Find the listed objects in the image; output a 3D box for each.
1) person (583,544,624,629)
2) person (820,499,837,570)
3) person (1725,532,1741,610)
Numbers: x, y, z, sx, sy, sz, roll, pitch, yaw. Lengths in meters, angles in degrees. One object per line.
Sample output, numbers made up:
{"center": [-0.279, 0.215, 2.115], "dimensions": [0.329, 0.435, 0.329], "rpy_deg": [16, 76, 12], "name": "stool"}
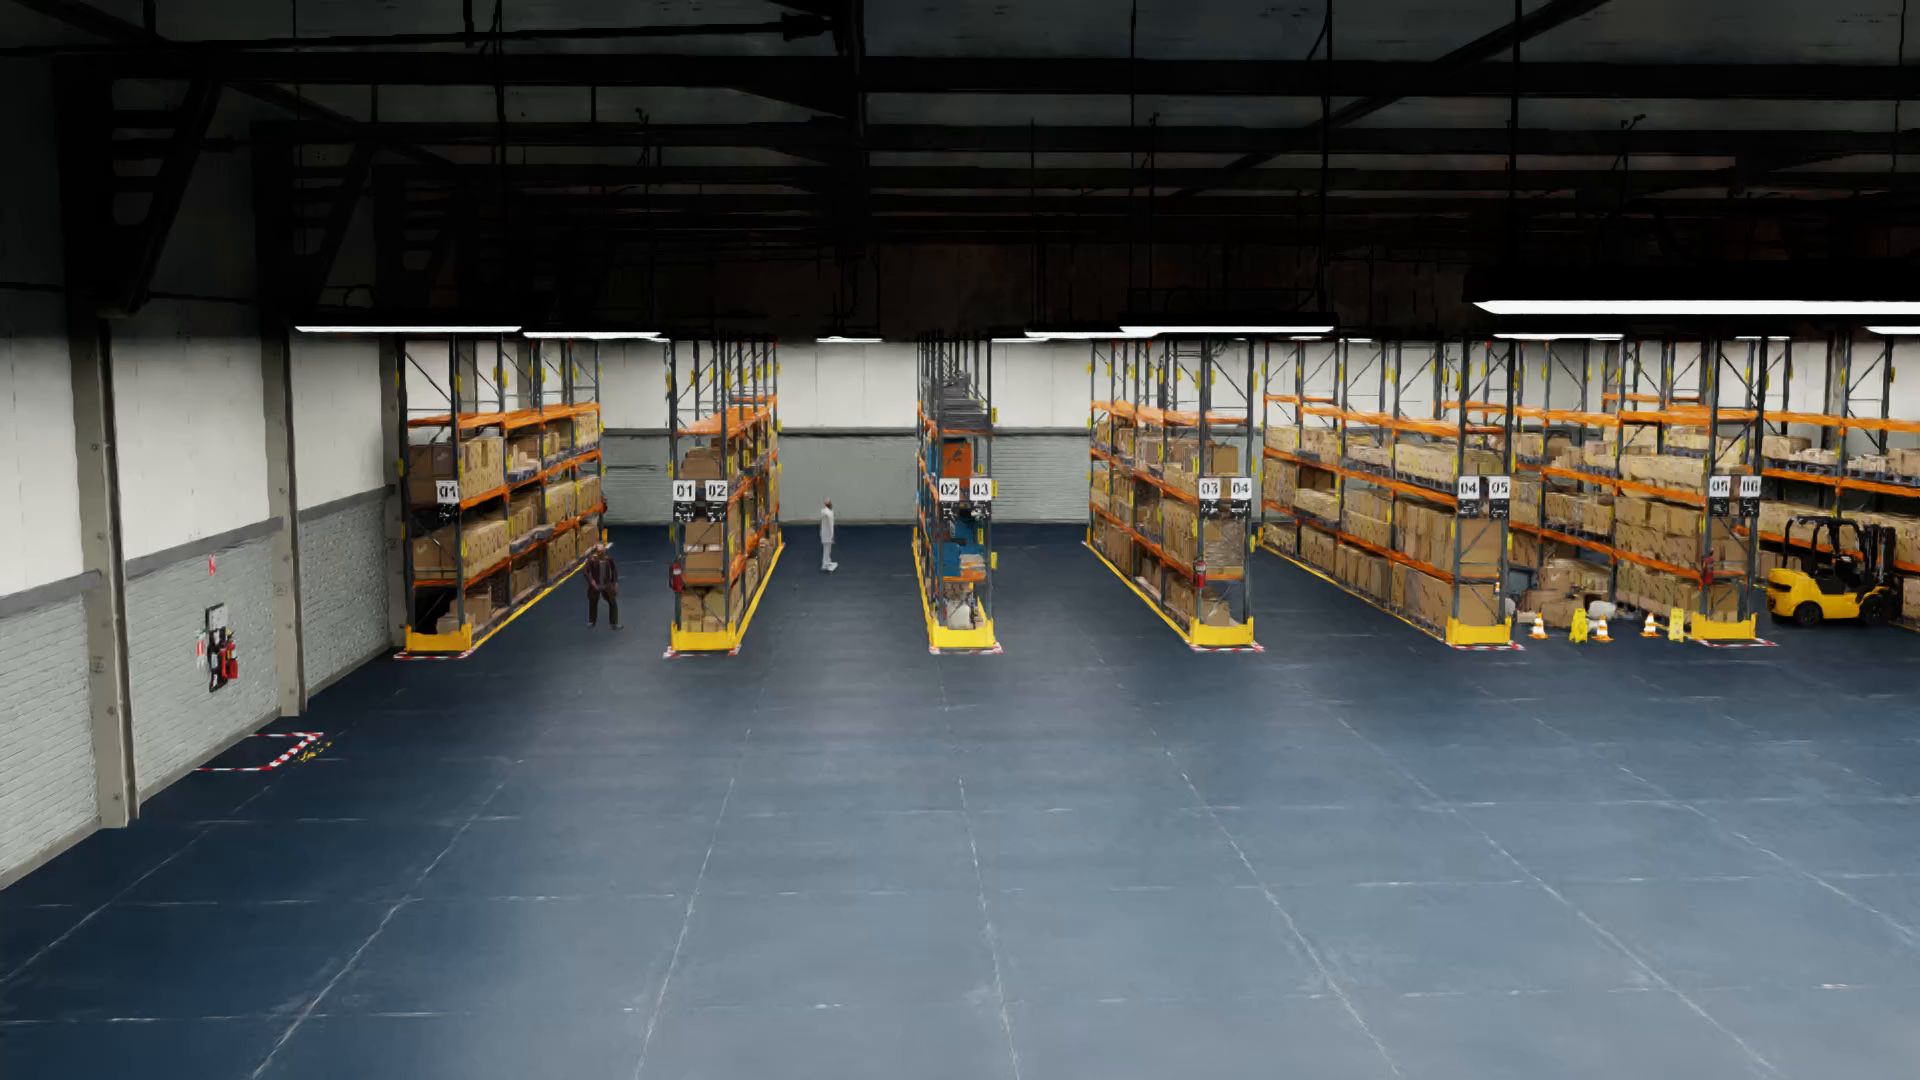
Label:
{"center": [-7.217, 0.922, 33.468], "dimensions": [0.735, 1.712, 0.904], "rpy_deg": [-2, 7, -19], "name": "person"}
{"center": [-3.315, -0.165, 42.314], "dimensions": [0.522, 1.790, 0.652], "rpy_deg": [-3, 7, -24], "name": "person"}
{"center": [16.591, 0.662, 35.851], "dimensions": [0.454, 1.677, 0.525], "rpy_deg": [3, 8, 27], "name": "person"}
